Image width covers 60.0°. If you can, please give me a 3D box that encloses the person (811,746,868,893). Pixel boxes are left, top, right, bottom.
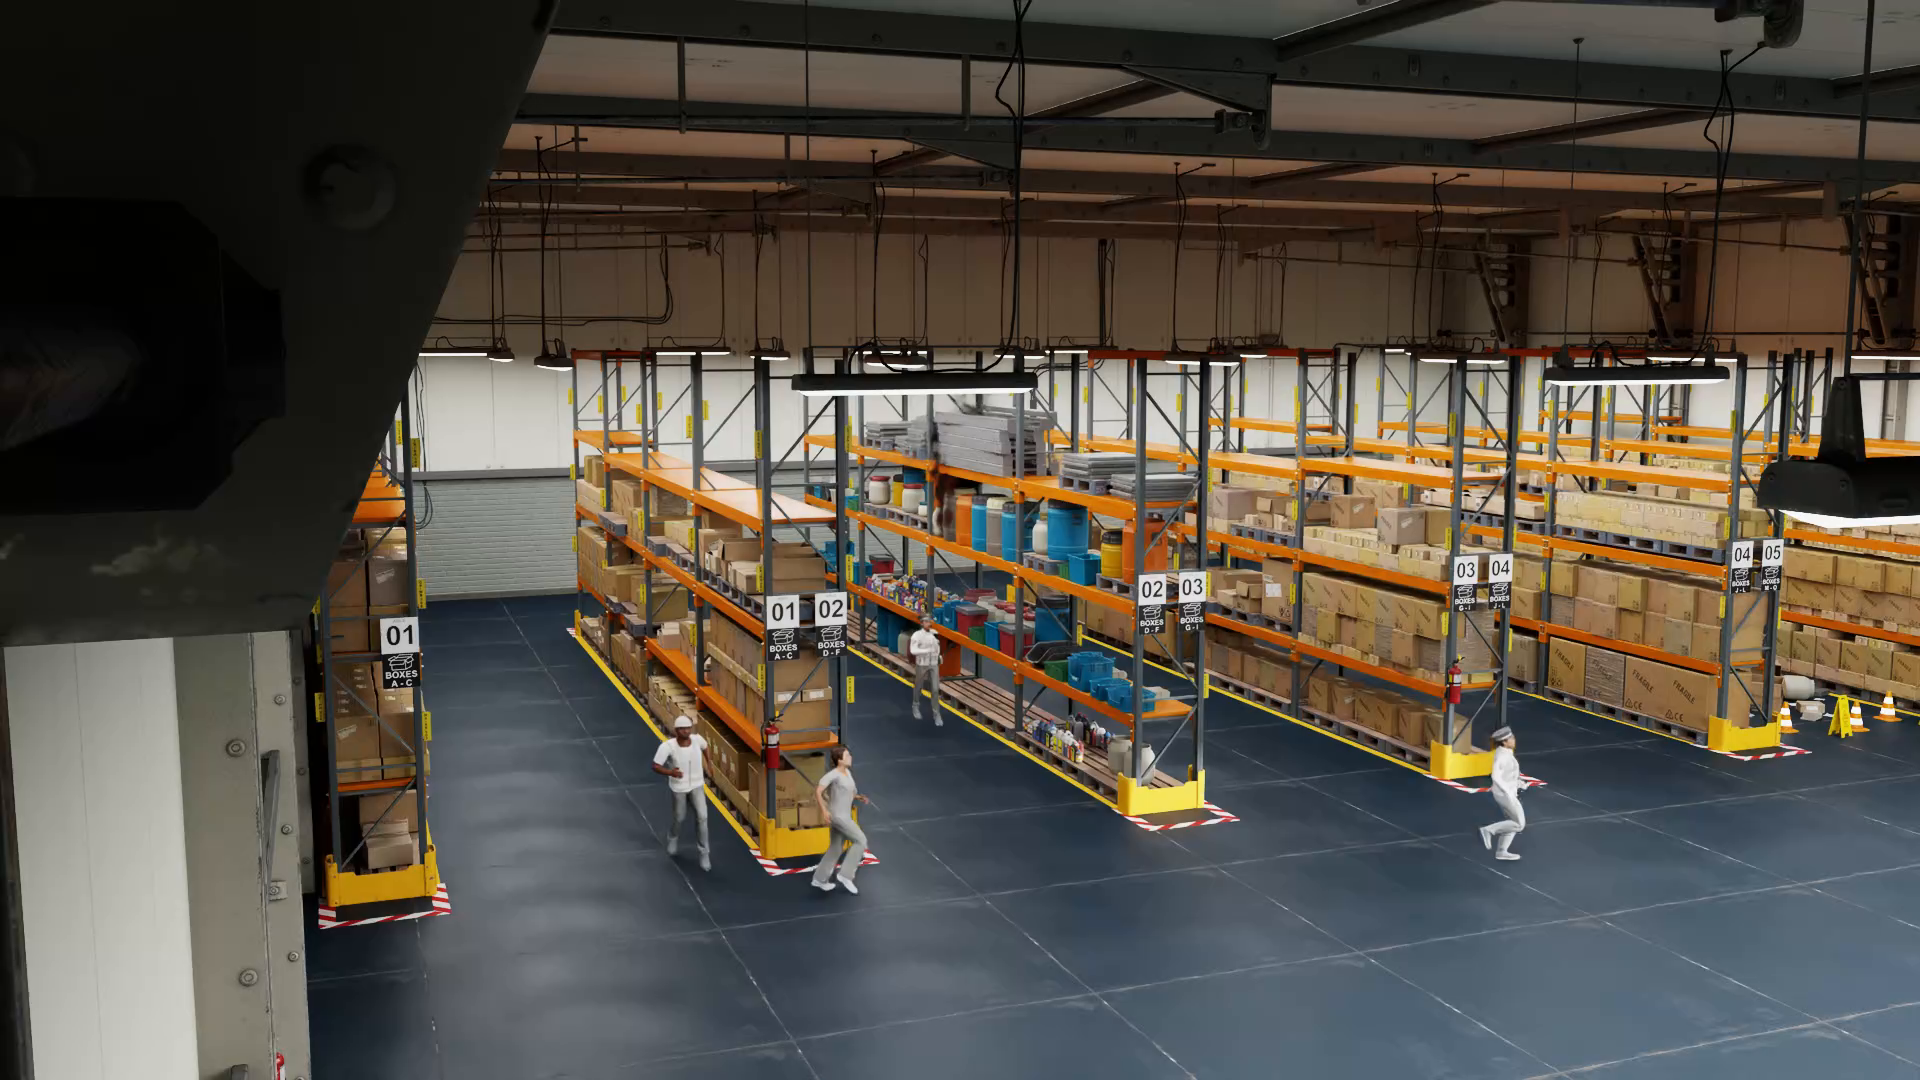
[{"bbox_3d":[-1.355,3.151,18.924,0.663,1.639,0.553,1,7,11],"label":"person"}]

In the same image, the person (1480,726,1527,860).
[{"bbox_3d":[6.548,3.041,20.011,0.543,1.643,0.629,2,7,13],"label":"person"}]

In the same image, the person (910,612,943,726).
[{"bbox_3d":[-0.509,1.970,25.837,0.598,1.726,0.821,-3,8,-23],"label":"person"}]

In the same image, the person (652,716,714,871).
[{"bbox_3d":[-3.292,2.977,19.876,0.762,1.803,0.893,-3,8,-26],"label":"person"}]

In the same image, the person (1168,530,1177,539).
[{"bbox_3d":[5.084,0.432,41.217,0.575,1.625,0.714,-3,8,-20],"label":"person"}]
